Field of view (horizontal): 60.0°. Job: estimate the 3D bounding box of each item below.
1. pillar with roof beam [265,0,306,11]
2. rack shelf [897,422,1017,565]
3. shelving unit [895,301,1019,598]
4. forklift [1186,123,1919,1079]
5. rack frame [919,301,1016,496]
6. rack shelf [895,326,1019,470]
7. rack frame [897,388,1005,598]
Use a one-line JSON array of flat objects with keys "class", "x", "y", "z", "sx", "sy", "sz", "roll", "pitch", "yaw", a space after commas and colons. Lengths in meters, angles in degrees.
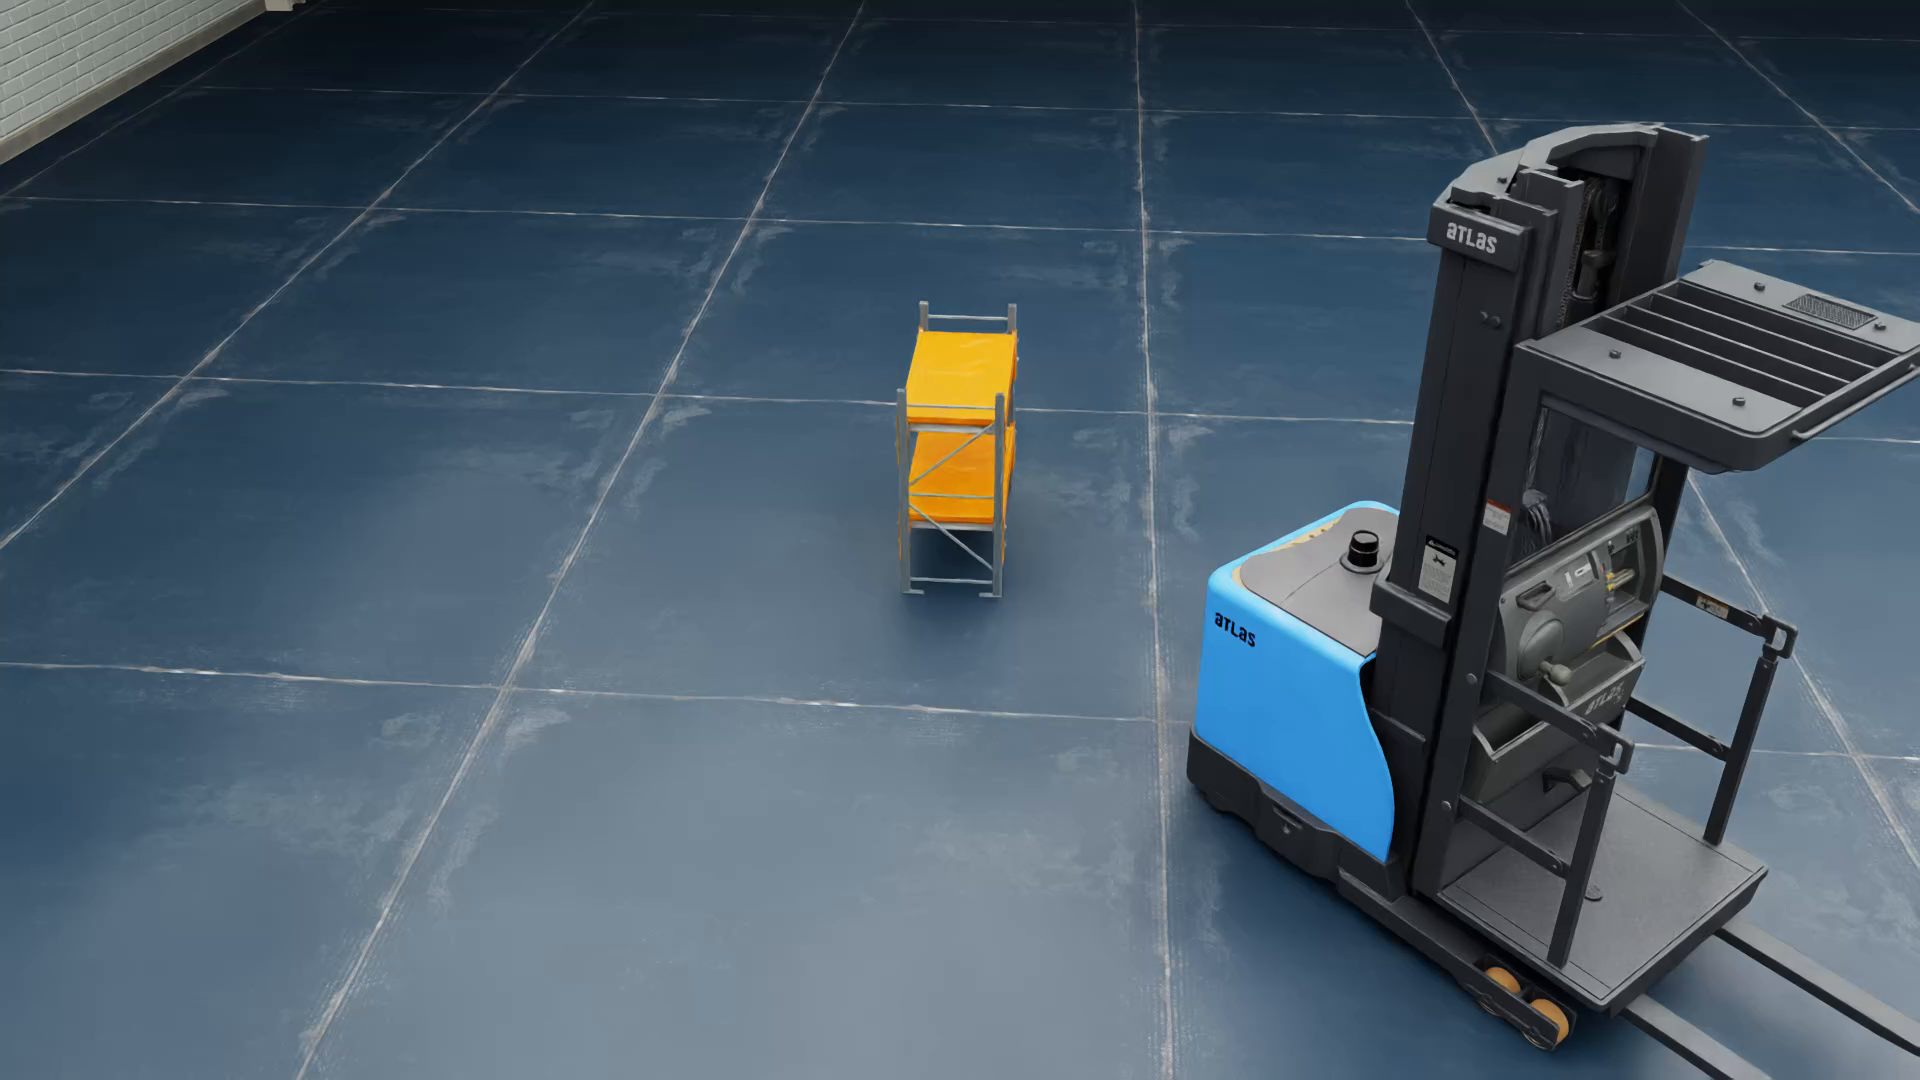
[{"class": "pillar with roof beam", "x": -3.125, "y": -9.511, "z": 15.606, "sx": 9.100, "sy": 9.000, "sz": 0.400, "roll": 2, "pitch": 32, "yaw": 4}, {"class": "rack shelf", "x": -0.001, "y": -0.267, "z": 8.577, "sx": 0.538, "sy": 0.278, "sz": 1.000, "roll": 2, "pitch": 32, "yaw": 4}, {"class": "shelving unit", "x": -0.001, "y": -0.475, "z": 8.449, "sx": 0.538, "sy": 1.125, "sz": 1.048, "roll": 2, "pitch": 32, "yaw": 4}, {"class": "forklift", "x": 2.266, "y": 0.240, "z": 5.567, "sx": 1.130, "sy": 2.935, "sz": 3.031, "roll": -23, "pitch": 38, "yaw": -32}, {"class": "rack frame", "x": 0.041, "y": -0.741, "z": 8.880, "sx": 0.500, "sy": 1.125, "sz": 0.032, "roll": 2, "pitch": 32, "yaw": 4}, {"class": "rack shelf", "x": -0.001, "y": -0.725, "z": 8.296, "sx": 0.538, "sy": 0.278, "sz": 1.000, "roll": 2, "pitch": 32, "yaw": 4}, {"class": "rack frame", "x": -0.042, "y": -0.210, "z": 8.018, "sx": 0.500, "sy": 1.125, "sz": 0.032, "roll": 2, "pitch": 32, "yaw": 4}]
